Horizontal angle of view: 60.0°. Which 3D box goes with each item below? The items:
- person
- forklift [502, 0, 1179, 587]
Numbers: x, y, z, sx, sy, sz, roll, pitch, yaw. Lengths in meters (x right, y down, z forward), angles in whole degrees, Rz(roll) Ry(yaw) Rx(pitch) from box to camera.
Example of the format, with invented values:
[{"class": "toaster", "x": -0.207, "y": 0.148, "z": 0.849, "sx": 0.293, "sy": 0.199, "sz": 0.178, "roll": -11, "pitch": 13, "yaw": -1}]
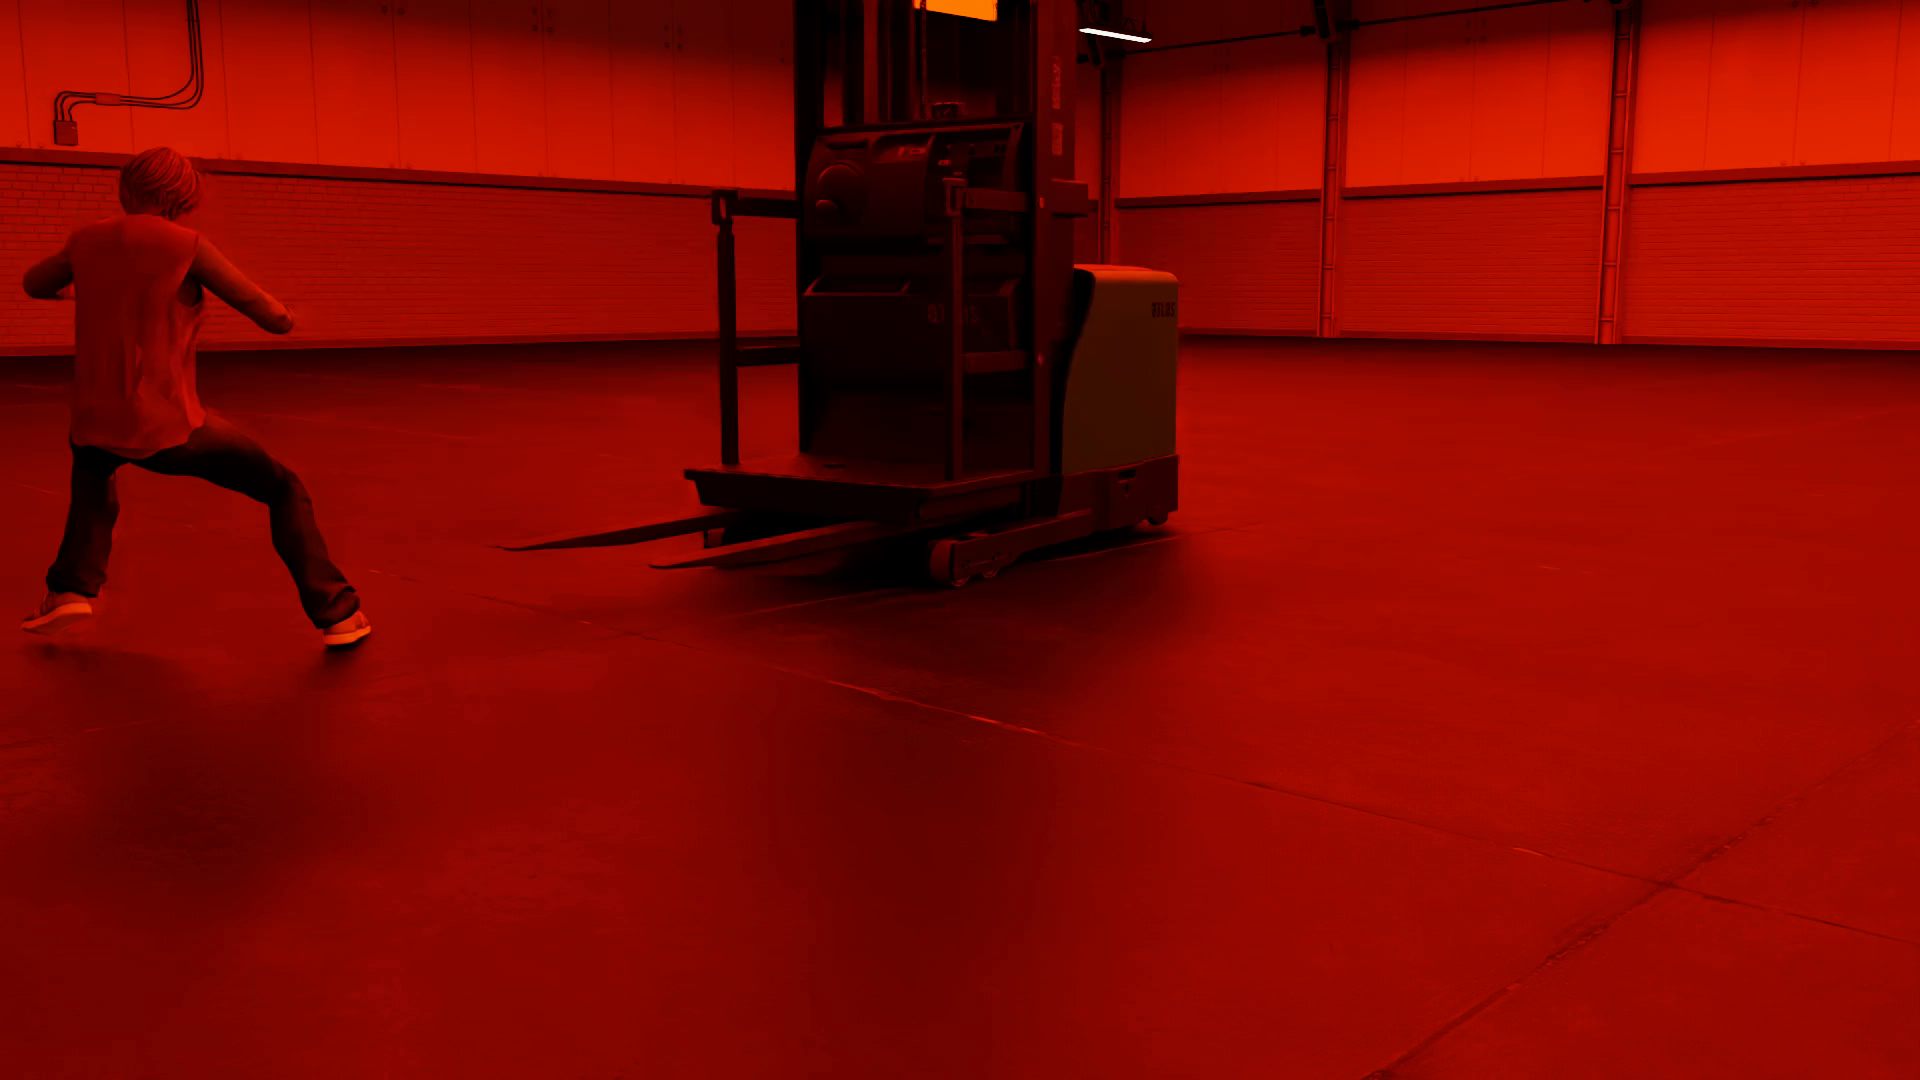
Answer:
[{"class": "person", "x": -2.190, "y": -0.391, "z": 4.665, "sx": 0.965, "sy": 1.380, "sz": 0.649, "roll": 1, "pitch": 9, "yaw": 10}, {"class": "forklift", "x": -0.294, "y": -1.368, "z": 5.957, "sx": 1.130, "sy": 2.935, "sz": 3.031, "roll": 6, "pitch": 10, "yaw": 33}]
